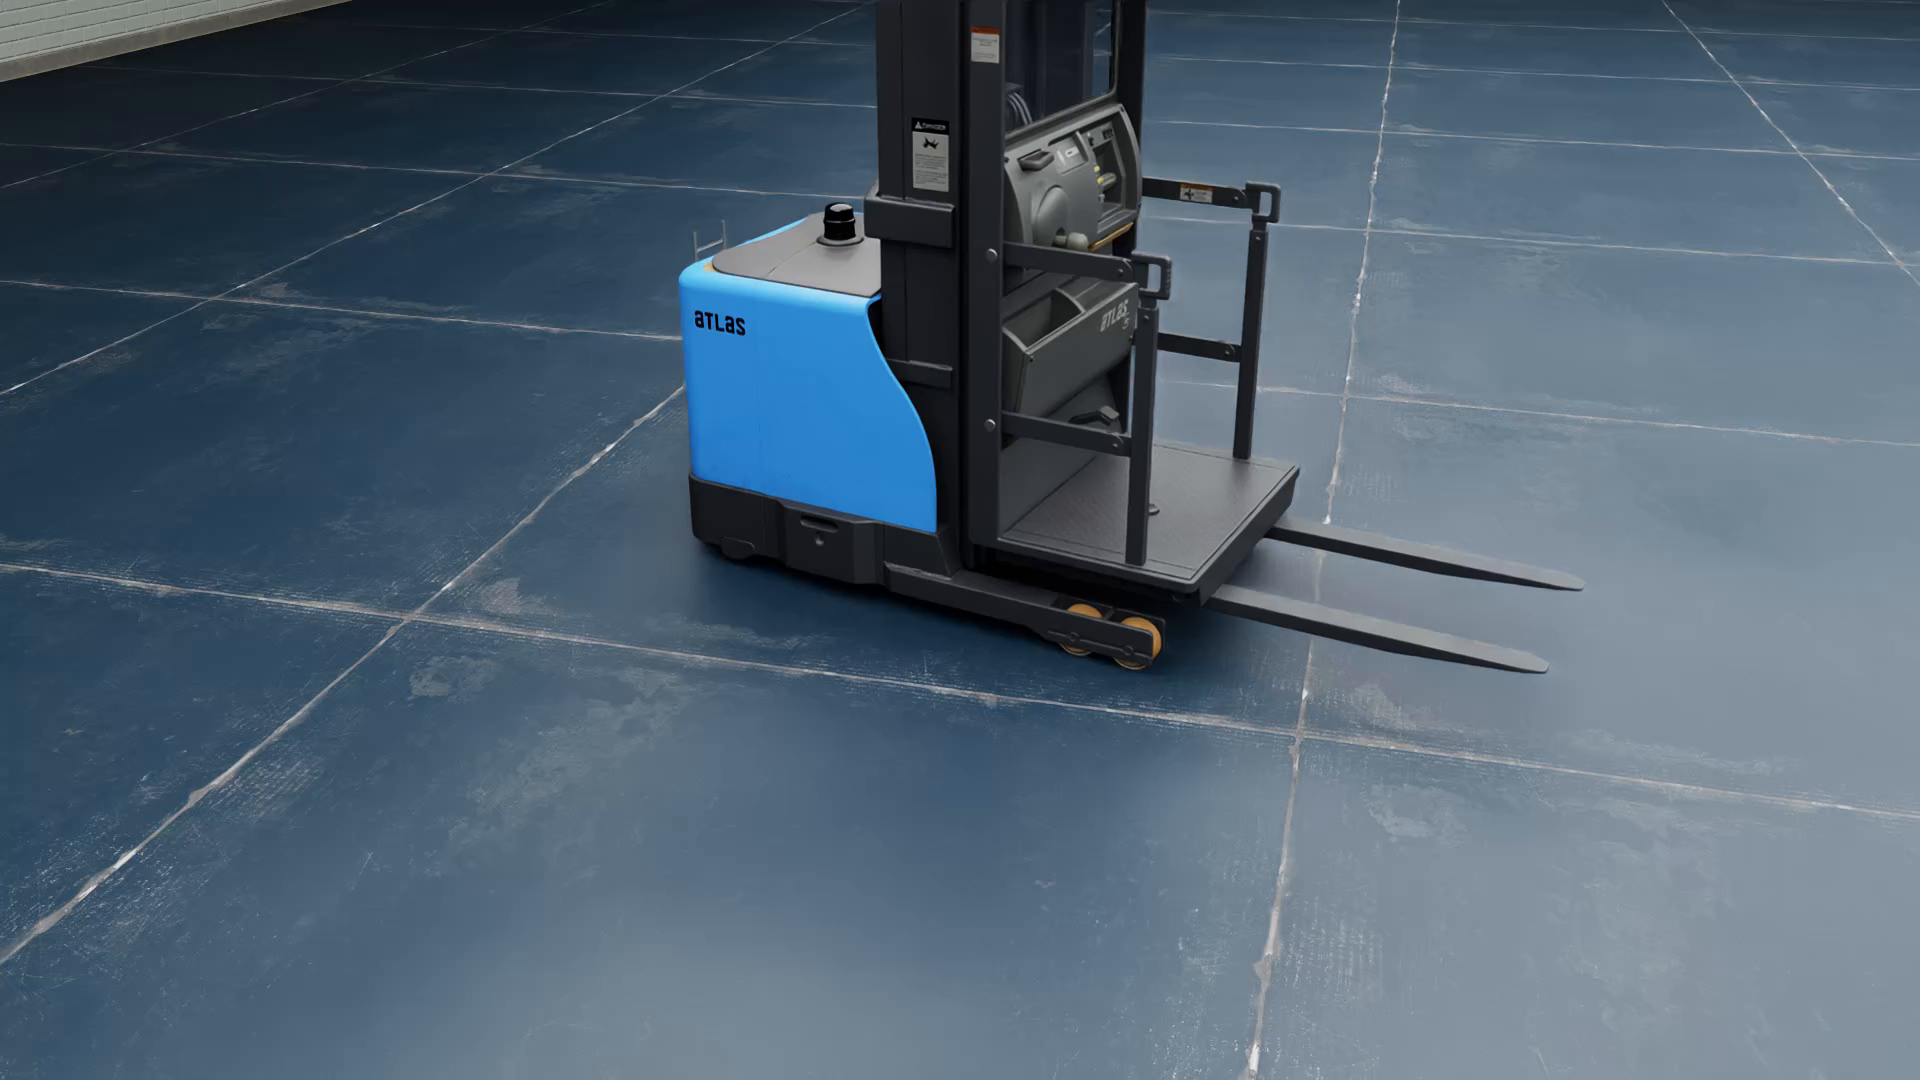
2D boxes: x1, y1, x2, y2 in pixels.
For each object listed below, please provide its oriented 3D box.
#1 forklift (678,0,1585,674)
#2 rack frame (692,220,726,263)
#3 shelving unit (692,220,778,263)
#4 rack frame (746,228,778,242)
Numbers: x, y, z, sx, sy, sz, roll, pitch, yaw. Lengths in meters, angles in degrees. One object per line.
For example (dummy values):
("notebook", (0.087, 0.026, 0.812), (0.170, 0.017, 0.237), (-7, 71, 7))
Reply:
("forklift", (0.555, -1.165, 5.288), (3.031, 2.935, 1.130), (13, 28, 25))
("rack frame", (-0.954, -0.716, 6.532), (0.008, 1.050, 0.200), (13, 28, 25))
("shelving unit", (-0.846, -0.691, 6.480), (0.252, 1.050, 0.215), (13, 28, 25))
("rack frame", (-0.739, -0.666, 6.428), (0.008, 1.050, 0.200), (13, 28, 25))
